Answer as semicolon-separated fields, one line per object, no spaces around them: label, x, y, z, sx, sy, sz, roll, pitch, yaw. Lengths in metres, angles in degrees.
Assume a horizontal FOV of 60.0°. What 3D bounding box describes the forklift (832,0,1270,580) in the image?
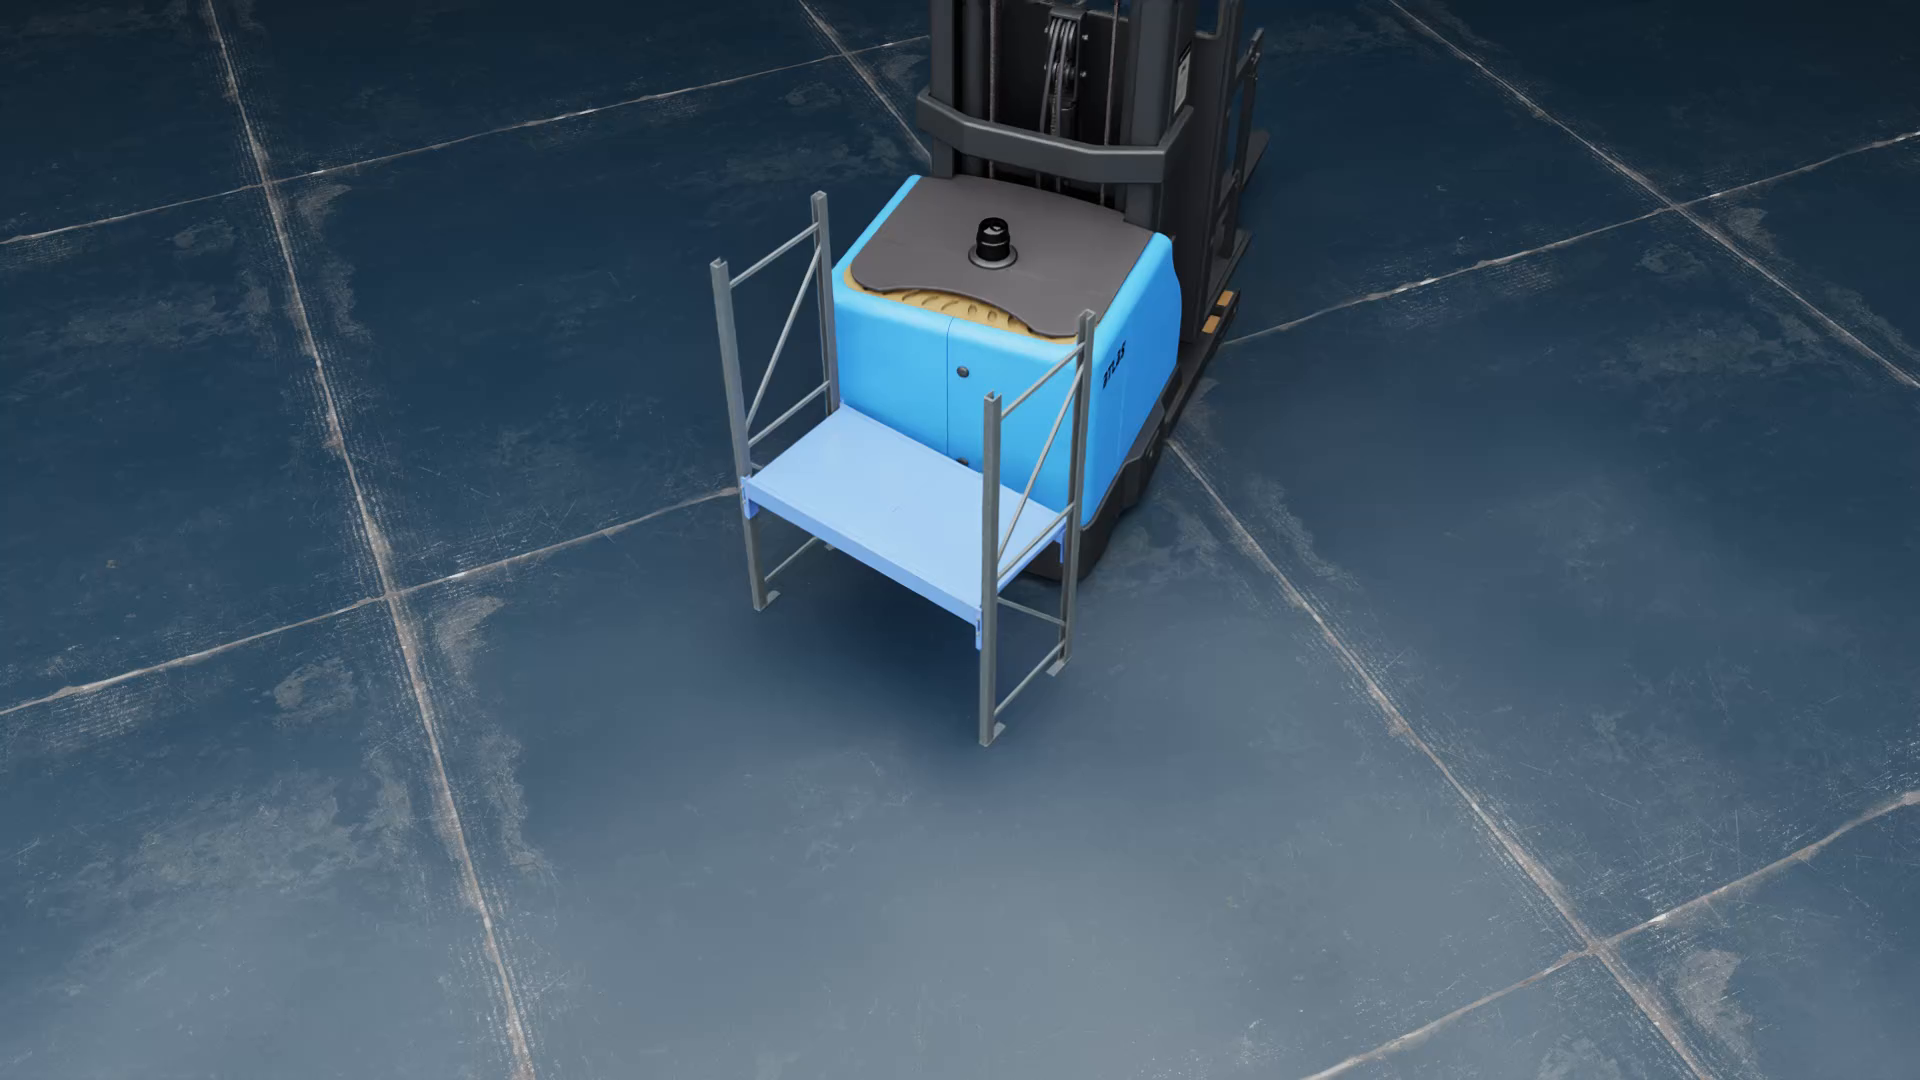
forklift;0.558;-1.943;6.132;1.130;2.935;3.031;17;47;16

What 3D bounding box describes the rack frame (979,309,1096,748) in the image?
rack frame;0.227;0.014;5.168;0.032;1.500;0.500;28;51;26

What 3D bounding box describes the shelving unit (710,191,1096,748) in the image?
shelving unit;-0.177;-0.203;5.387;1.048;1.500;0.538;28;51;26

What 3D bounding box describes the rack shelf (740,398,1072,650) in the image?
rack shelf;-0.177;-0.075;5.514;1.000;0.185;0.538;28;51;26

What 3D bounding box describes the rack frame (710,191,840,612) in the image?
rack frame;-0.581;-0.419;5.607;0.032;1.500;0.500;28;51;26
